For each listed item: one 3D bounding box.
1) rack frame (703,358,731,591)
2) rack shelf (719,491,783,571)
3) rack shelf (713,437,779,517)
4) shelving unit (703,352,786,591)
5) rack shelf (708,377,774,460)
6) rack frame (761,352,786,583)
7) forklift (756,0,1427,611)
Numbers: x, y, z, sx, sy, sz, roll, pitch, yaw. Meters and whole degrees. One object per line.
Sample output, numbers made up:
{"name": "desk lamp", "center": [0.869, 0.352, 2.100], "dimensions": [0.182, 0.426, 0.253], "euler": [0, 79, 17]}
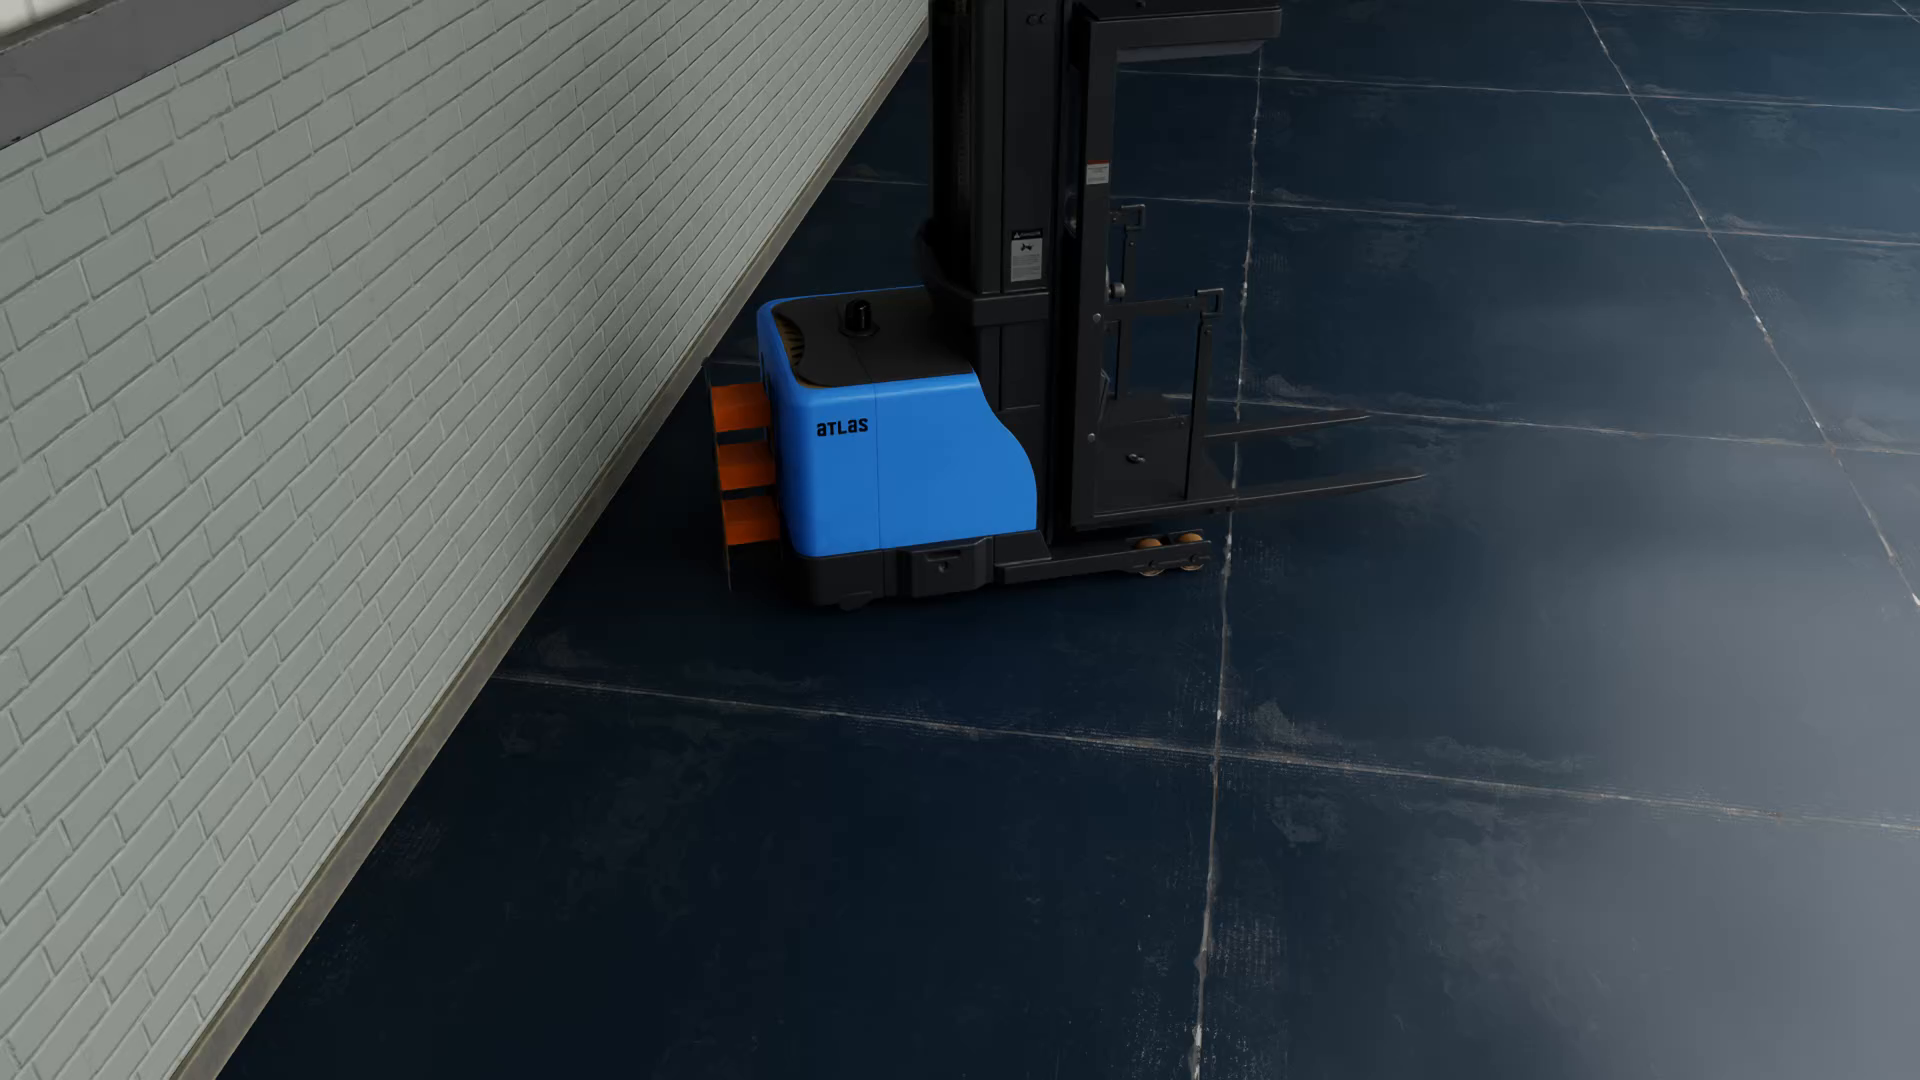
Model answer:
{"name": "rack frame", "center": [-1.048, -0.269, 7.190], "dimensions": [0.008, 1.050, 0.200], "euler": [-8, 33, -12]}
{"name": "rack shelf", "center": [-0.928, -0.041, 7.368], "dimensions": [0.240, 0.259, 0.215], "euler": [-8, 33, -12]}
{"name": "rack shelf", "center": [-0.930, -0.277, 7.220], "dimensions": [0.240, 0.259, 0.215], "euler": [-8, 33, -12]}
{"name": "shelving unit", "center": [-0.930, -0.285, 7.214], "dimensions": [0.252, 1.050, 0.215], "euler": [-8, 33, -12]}
{"name": "rack shelf", "center": [-0.932, -0.517, 7.069], "dimensions": [0.240, 0.259, 0.215], "euler": [-8, 33, -12]}
{"name": "rack frame", "center": [-0.812, -0.302, 7.239], "dimensions": [0.008, 1.050, 0.200], "euler": [-8, 33, -12]}
{"name": "forklift", "center": [0.652, -1.344, 7.135], "dimensions": [3.031, 2.935, 1.130], "euler": [-7, 33, -12]}
